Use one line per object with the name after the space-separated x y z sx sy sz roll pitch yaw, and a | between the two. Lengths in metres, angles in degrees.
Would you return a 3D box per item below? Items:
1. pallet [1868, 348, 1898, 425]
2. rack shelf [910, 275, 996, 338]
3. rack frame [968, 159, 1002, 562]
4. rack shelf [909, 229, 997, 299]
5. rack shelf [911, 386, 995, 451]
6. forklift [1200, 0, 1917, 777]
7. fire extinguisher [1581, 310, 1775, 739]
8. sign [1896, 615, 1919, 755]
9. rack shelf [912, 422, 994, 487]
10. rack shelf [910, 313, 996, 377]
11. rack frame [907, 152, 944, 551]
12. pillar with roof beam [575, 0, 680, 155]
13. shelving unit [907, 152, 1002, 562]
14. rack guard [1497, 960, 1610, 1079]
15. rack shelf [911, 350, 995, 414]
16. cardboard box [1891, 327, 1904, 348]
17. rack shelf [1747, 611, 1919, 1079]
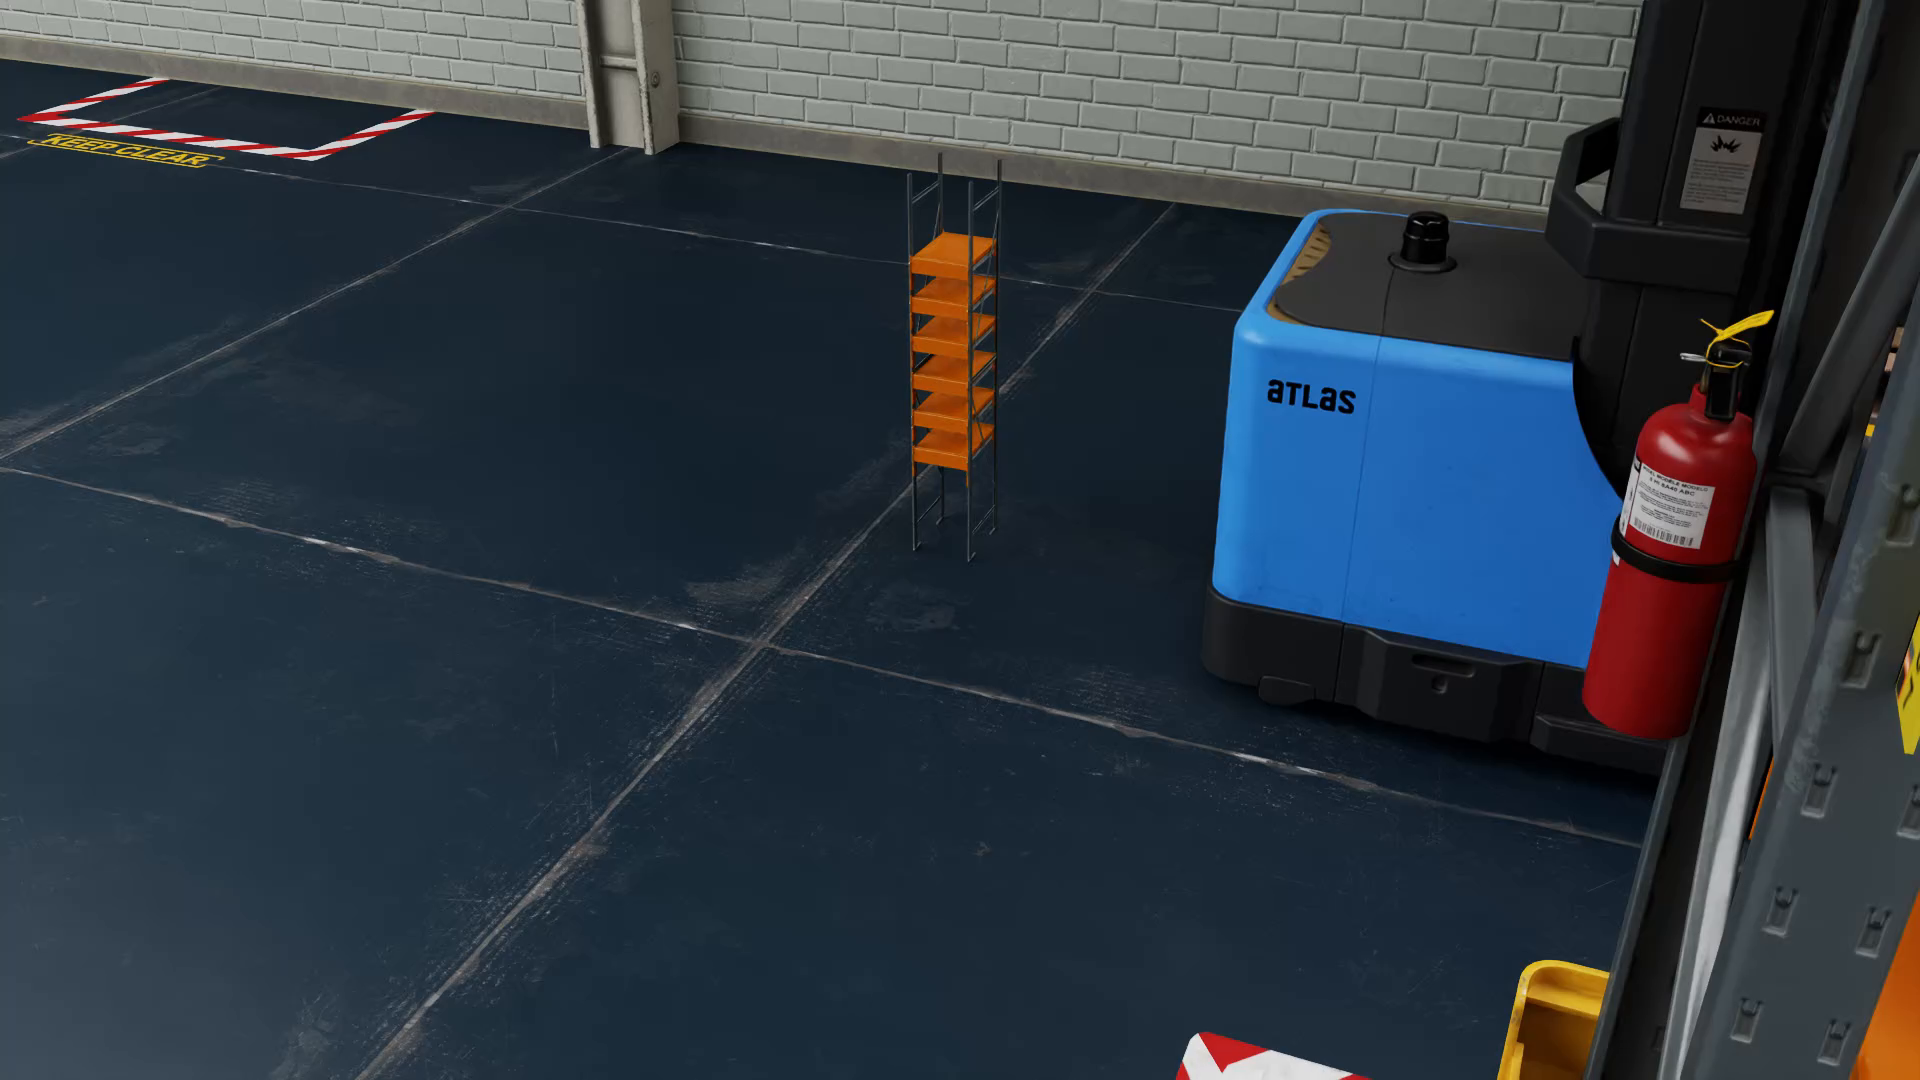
3.631 -0.703 6.280 1.213 0.211 1.003 11 31 19 | pallet
-0.013 -0.695 4.863 0.180 0.103 0.258 11 31 19 | rack shelf
0.071 -0.508 4.930 0.006 1.200 0.240 11 31 19 | rack frame
-0.013 -0.800 4.804 0.180 0.103 0.258 11 31 19 | rack shelf
-0.013 -0.382 5.040 0.180 0.103 0.258 11 31 19 | rack shelf
2.226 -0.827 3.734 3.031 2.935 1.130 11 31 18 | forklift
1.027 -0.038 2.348 0.183 0.674 0.296 11 31 19 | fire extinguisher
0.747 0.002 1.237 0.005 0.325 0.100 11 31 19 | sign
-0.013 -0.277 5.099 0.180 0.103 0.258 11 31 19 | rack shelf
-0.013 -0.591 4.922 0.180 0.103 0.258 11 31 19 | rack shelf
-0.098 -0.542 4.989 0.006 1.200 0.240 11 31 19 | rack frame
-3.384 -4.121 3.397 0.400 9.000 9.100 11 31 19 | pillar with roof beam
-0.013 -0.525 4.959 0.189 1.200 0.258 11 31 19 | shelving unit
0.939 1.245 2.539 0.348 0.500 1.175 11 31 19 | rack guard
-0.013 -0.486 4.981 0.180 0.103 0.258 11 31 19 | rack shelf
3.428 -0.950 6.167 0.500 0.311 0.500 8 30 13 | cardboard box
2.815 0.845 1.438 4.000 0.370 1.077 11 31 19 | rack shelf
